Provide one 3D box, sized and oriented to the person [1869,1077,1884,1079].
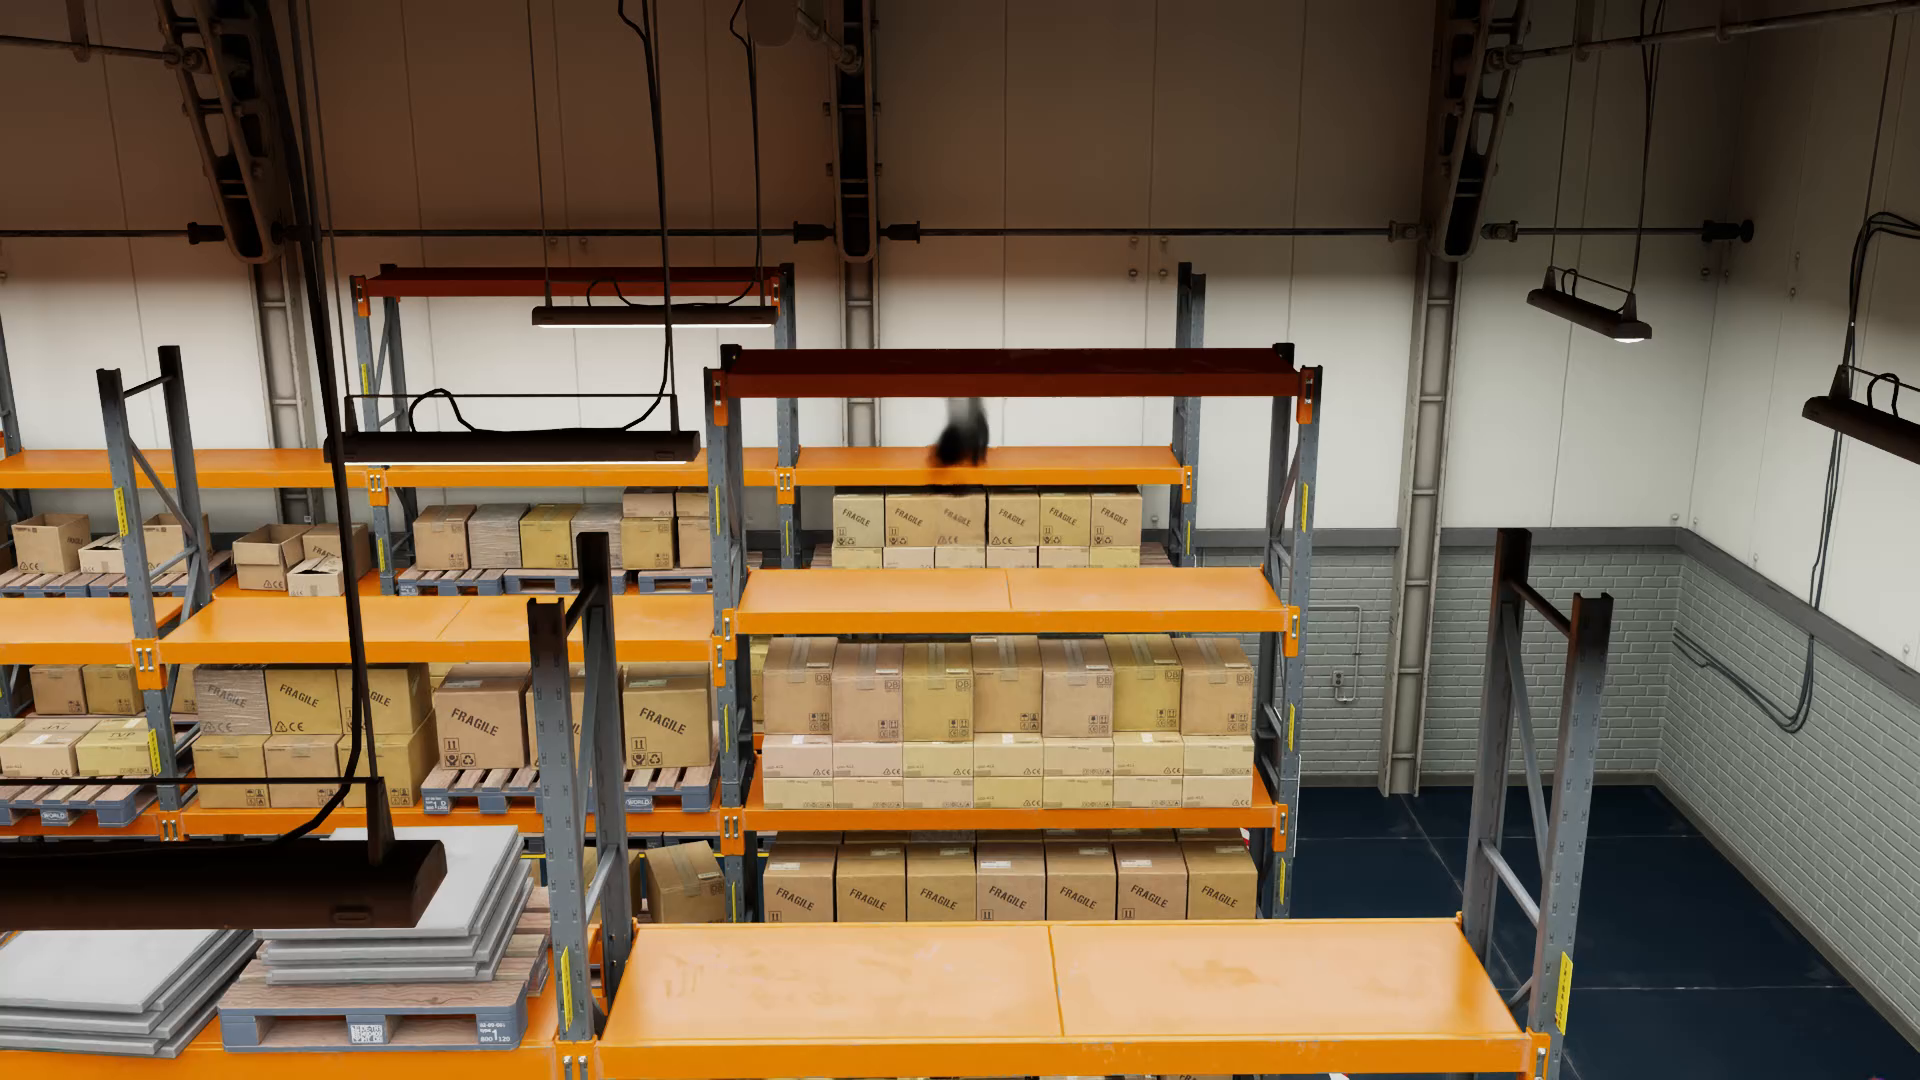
[{"bbox_3d":[6.429,4.243,11.290,0.695,1.535,1.166,11,19,33],"label":"person"}]
